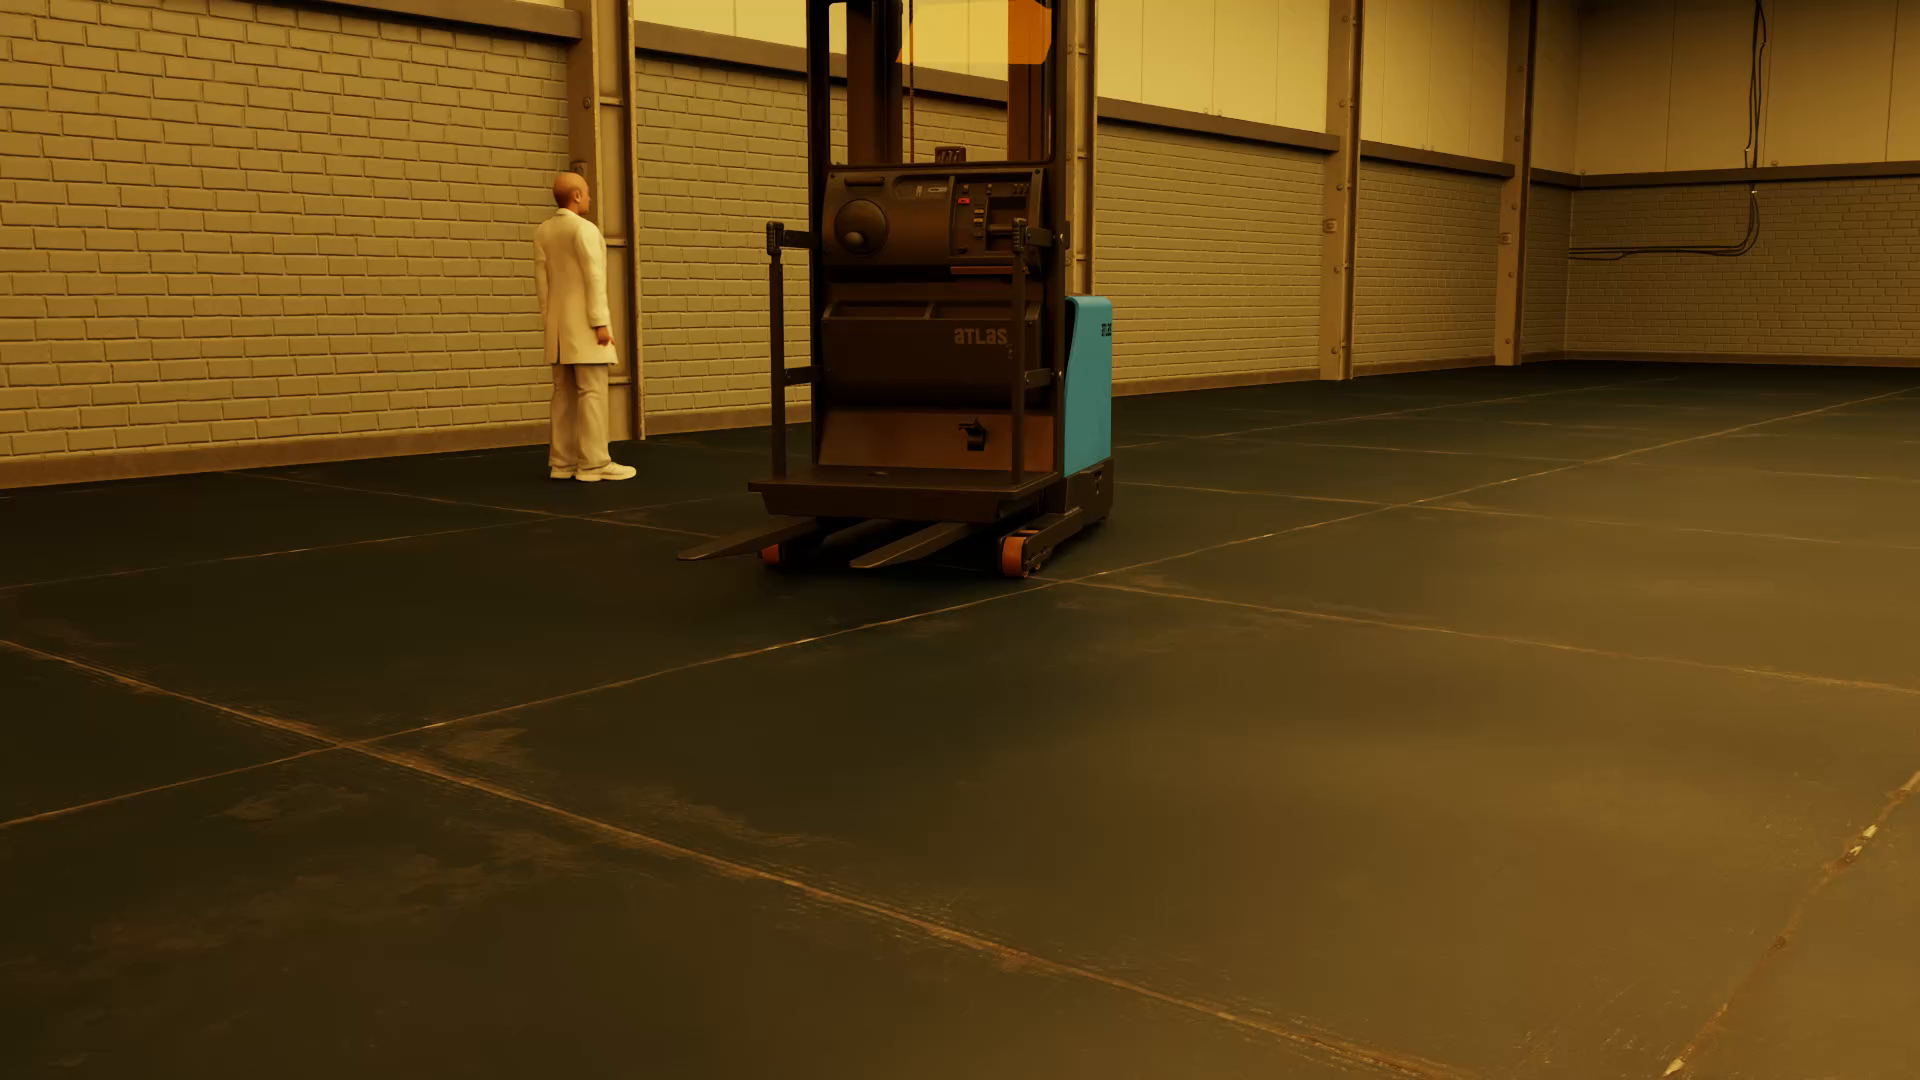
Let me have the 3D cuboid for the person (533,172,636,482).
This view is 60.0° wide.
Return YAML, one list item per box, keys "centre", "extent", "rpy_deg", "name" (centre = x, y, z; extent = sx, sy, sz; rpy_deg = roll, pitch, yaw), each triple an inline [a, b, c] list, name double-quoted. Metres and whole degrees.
- centre: [-2.224, -1.249, 9.788]
  extent: [0.554, 1.783, 0.382]
  rpy_deg: [7, 11, 38]
  name: "person"

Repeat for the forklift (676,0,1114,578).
- centre: [-0.176, -1.366, 6.616]
  extent: [1.130, 2.935, 3.031]
  rpy_deg: [3, 9, 17]
  name: "forklift"
